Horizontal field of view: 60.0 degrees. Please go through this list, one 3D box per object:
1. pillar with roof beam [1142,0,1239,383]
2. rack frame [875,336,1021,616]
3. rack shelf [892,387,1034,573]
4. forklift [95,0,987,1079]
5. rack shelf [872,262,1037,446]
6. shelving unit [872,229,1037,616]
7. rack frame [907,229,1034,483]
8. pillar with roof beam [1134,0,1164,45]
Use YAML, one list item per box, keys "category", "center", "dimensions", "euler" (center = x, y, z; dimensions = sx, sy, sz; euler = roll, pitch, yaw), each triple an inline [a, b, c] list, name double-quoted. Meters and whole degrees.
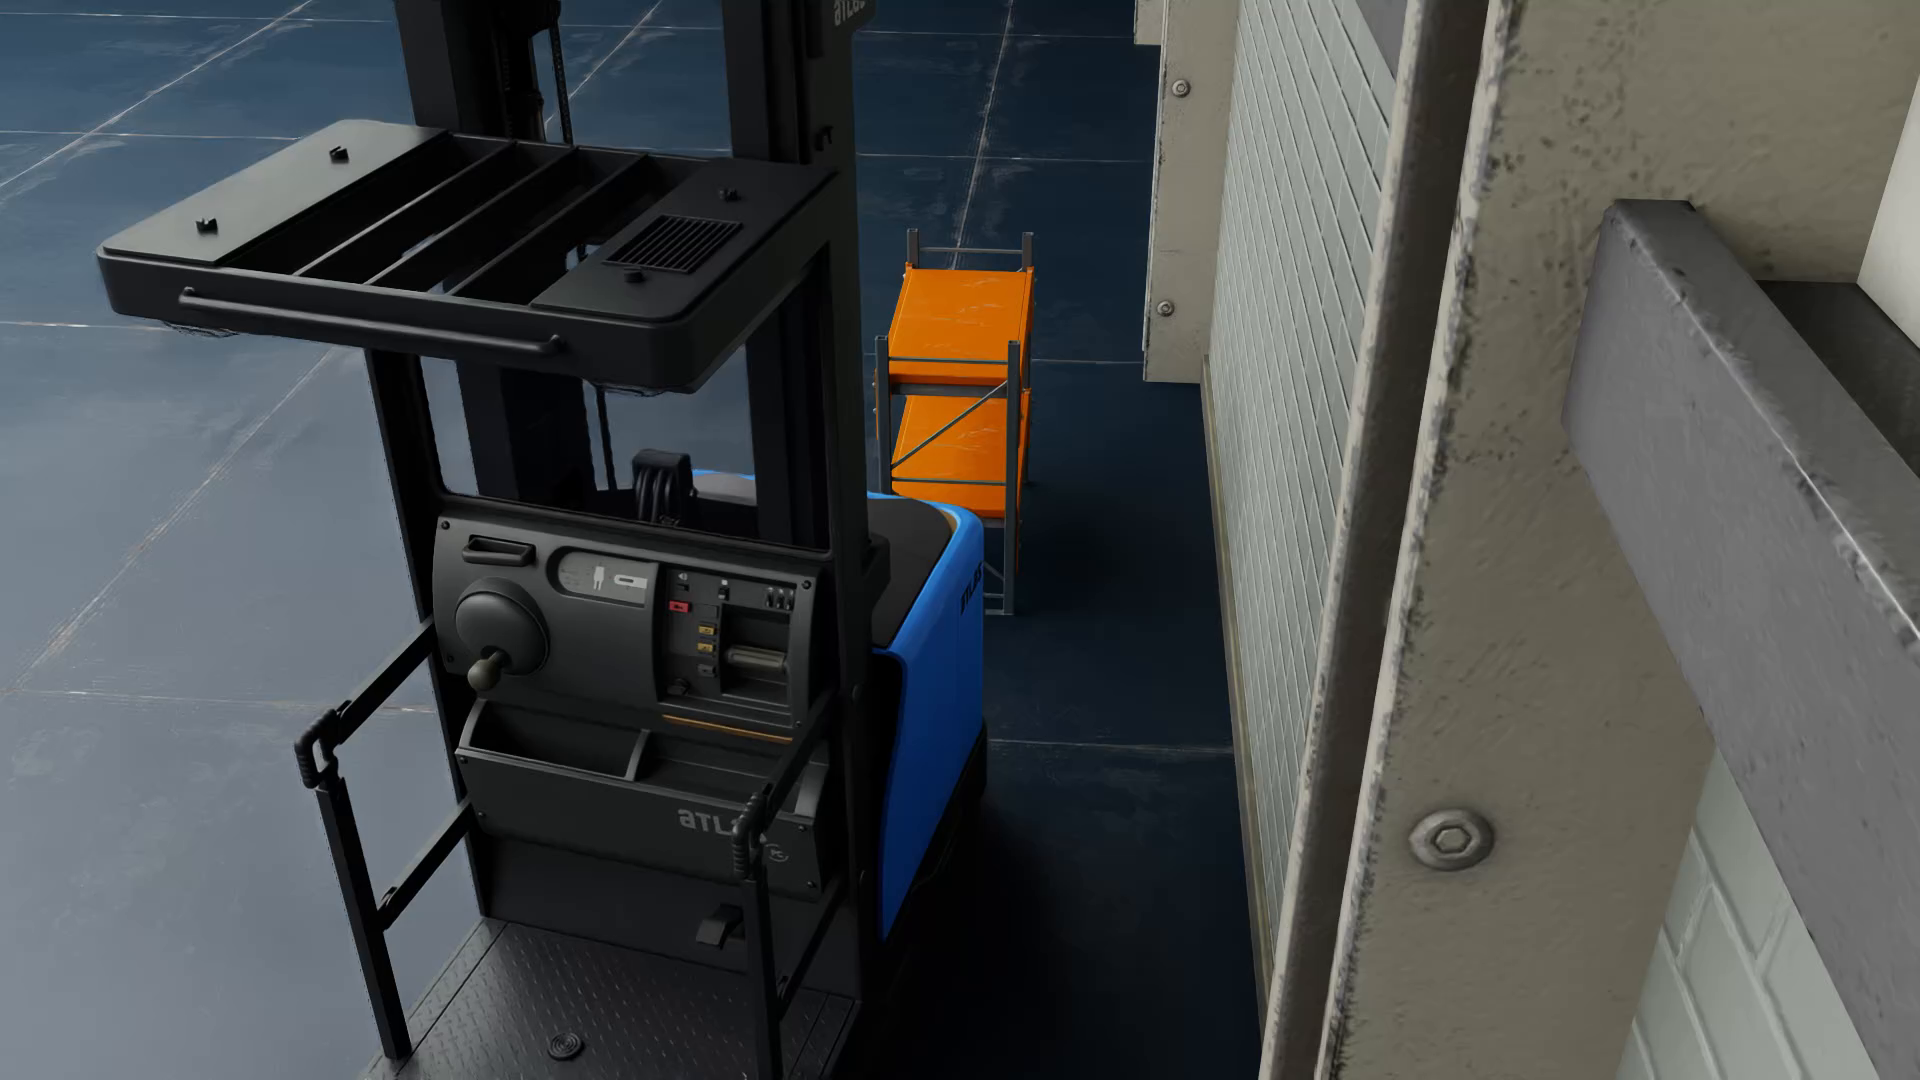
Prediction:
- category: "pillar with roof beam"
  center: [-3.240, -4.875, 6.083]
  dimensions: [9.100, 9.000, 0.400]
  euler: [2, 32, 4]
- category: "rack frame"
  center: [-0.042, -0.210, 6.018]
  dimensions: [0.500, 1.125, 0.032]
  euler: [2, 32, 4]
- category: "rack shelf"
  center: [-0.001, -0.267, 6.577]
  dimensions: [0.538, 0.278, 1.000]
  euler: [2, 32, 4]
- category: "forklift"
  center: [-0.820, 0.241, 3.565]
  dimensions: [1.130, 2.935, 3.031]
  euler: [9, 33, 14]
- category: "rack shelf"
  center: [-0.001, -0.725, 6.296]
  dimensions: [0.538, 0.278, 1.000]
  euler: [2, 32, 4]
- category: "shelving unit"
  center: [-0.001, -0.475, 6.449]
  dimensions: [0.538, 1.125, 1.048]
  euler: [2, 32, 4]
- category: "rack frame"
  center: [0.041, -0.741, 6.880]
  dimensions: [0.500, 1.125, 0.032]
  euler: [2, 32, 4]
- category: "pillar with roof beam"
  center: [-2.751, -8.012, 11.174]
  dimensions: [9.100, 9.000, 0.400]
  euler: [2, 32, 4]
